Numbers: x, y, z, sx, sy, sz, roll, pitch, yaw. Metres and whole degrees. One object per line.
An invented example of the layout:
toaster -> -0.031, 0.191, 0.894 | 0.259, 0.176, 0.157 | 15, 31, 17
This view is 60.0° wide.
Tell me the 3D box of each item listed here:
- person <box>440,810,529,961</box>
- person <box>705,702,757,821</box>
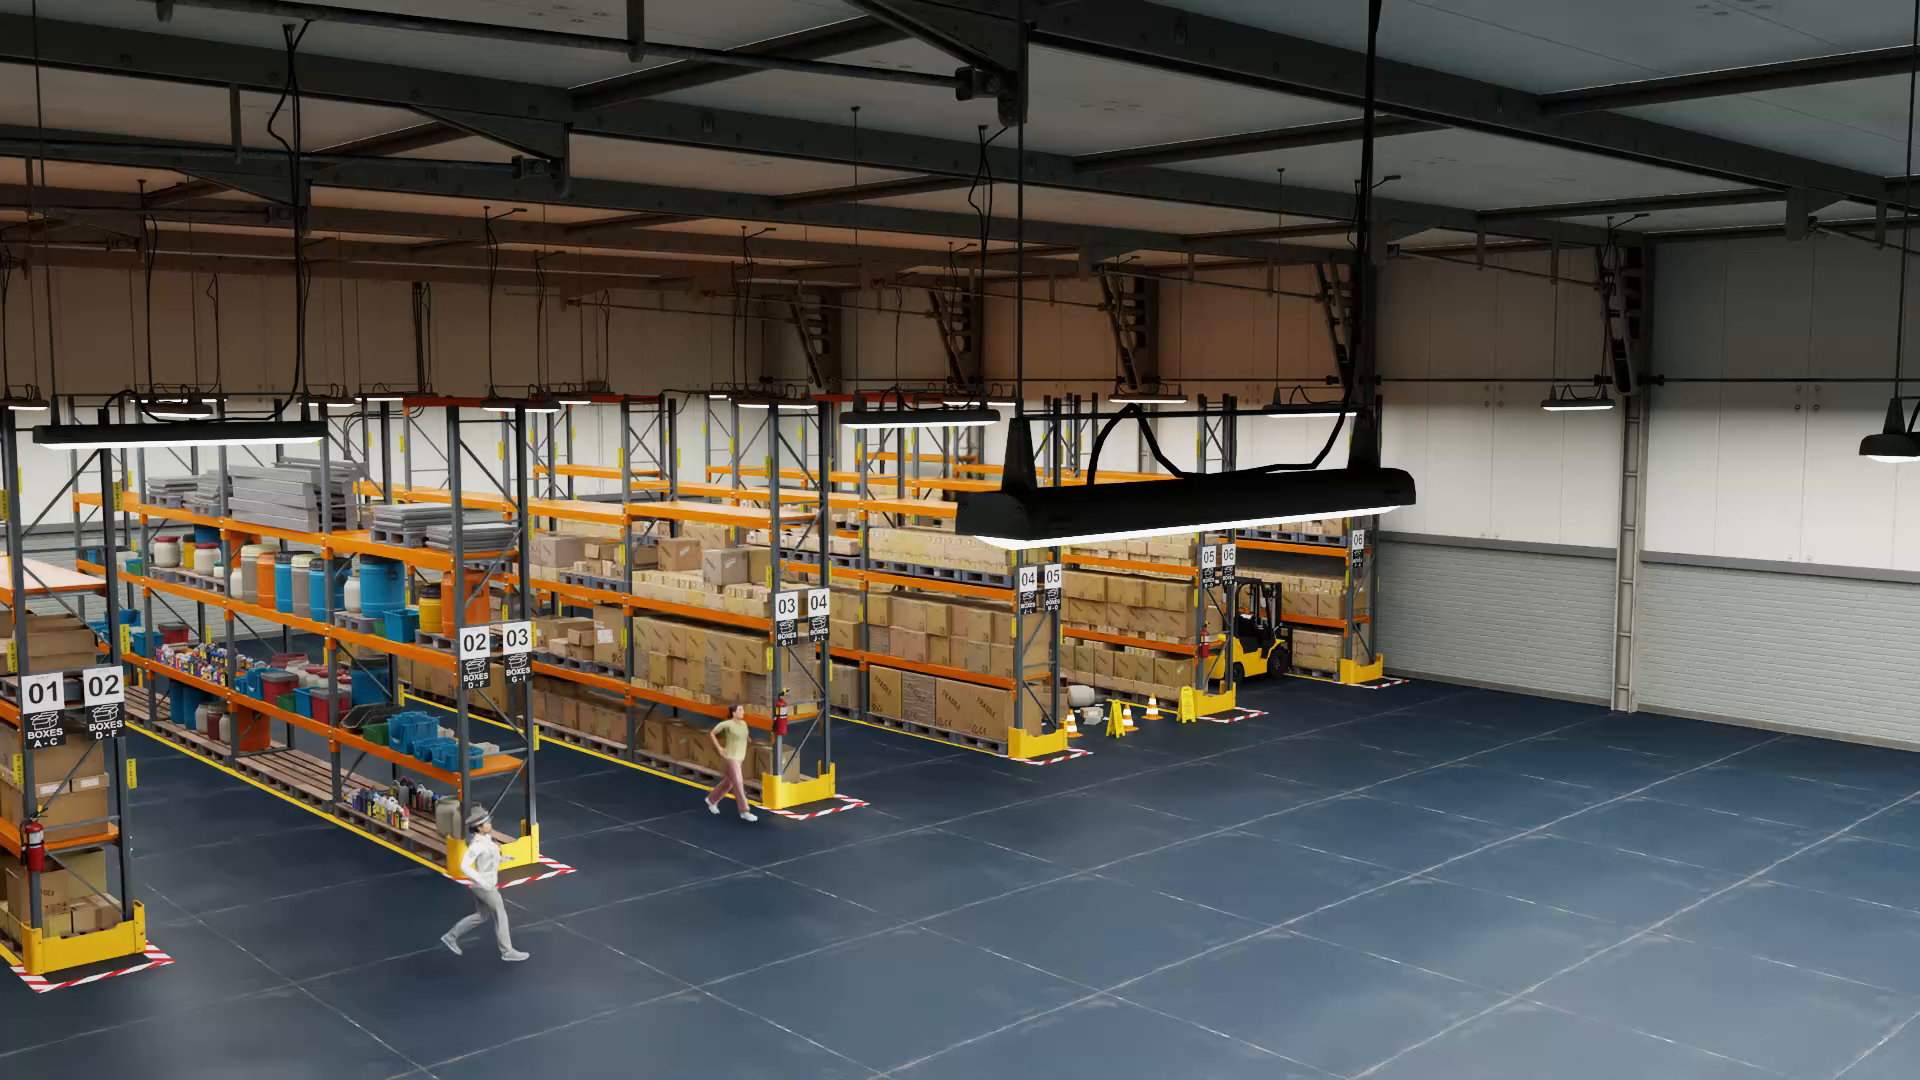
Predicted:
person -> -5.160, 3.737, 17.987 | 0.927, 1.672, 0.619 | -1, 6, -14
person -> -3.221, 3.145, 23.928 | 1.029, 1.640, 0.587 | 3, 6, 31
